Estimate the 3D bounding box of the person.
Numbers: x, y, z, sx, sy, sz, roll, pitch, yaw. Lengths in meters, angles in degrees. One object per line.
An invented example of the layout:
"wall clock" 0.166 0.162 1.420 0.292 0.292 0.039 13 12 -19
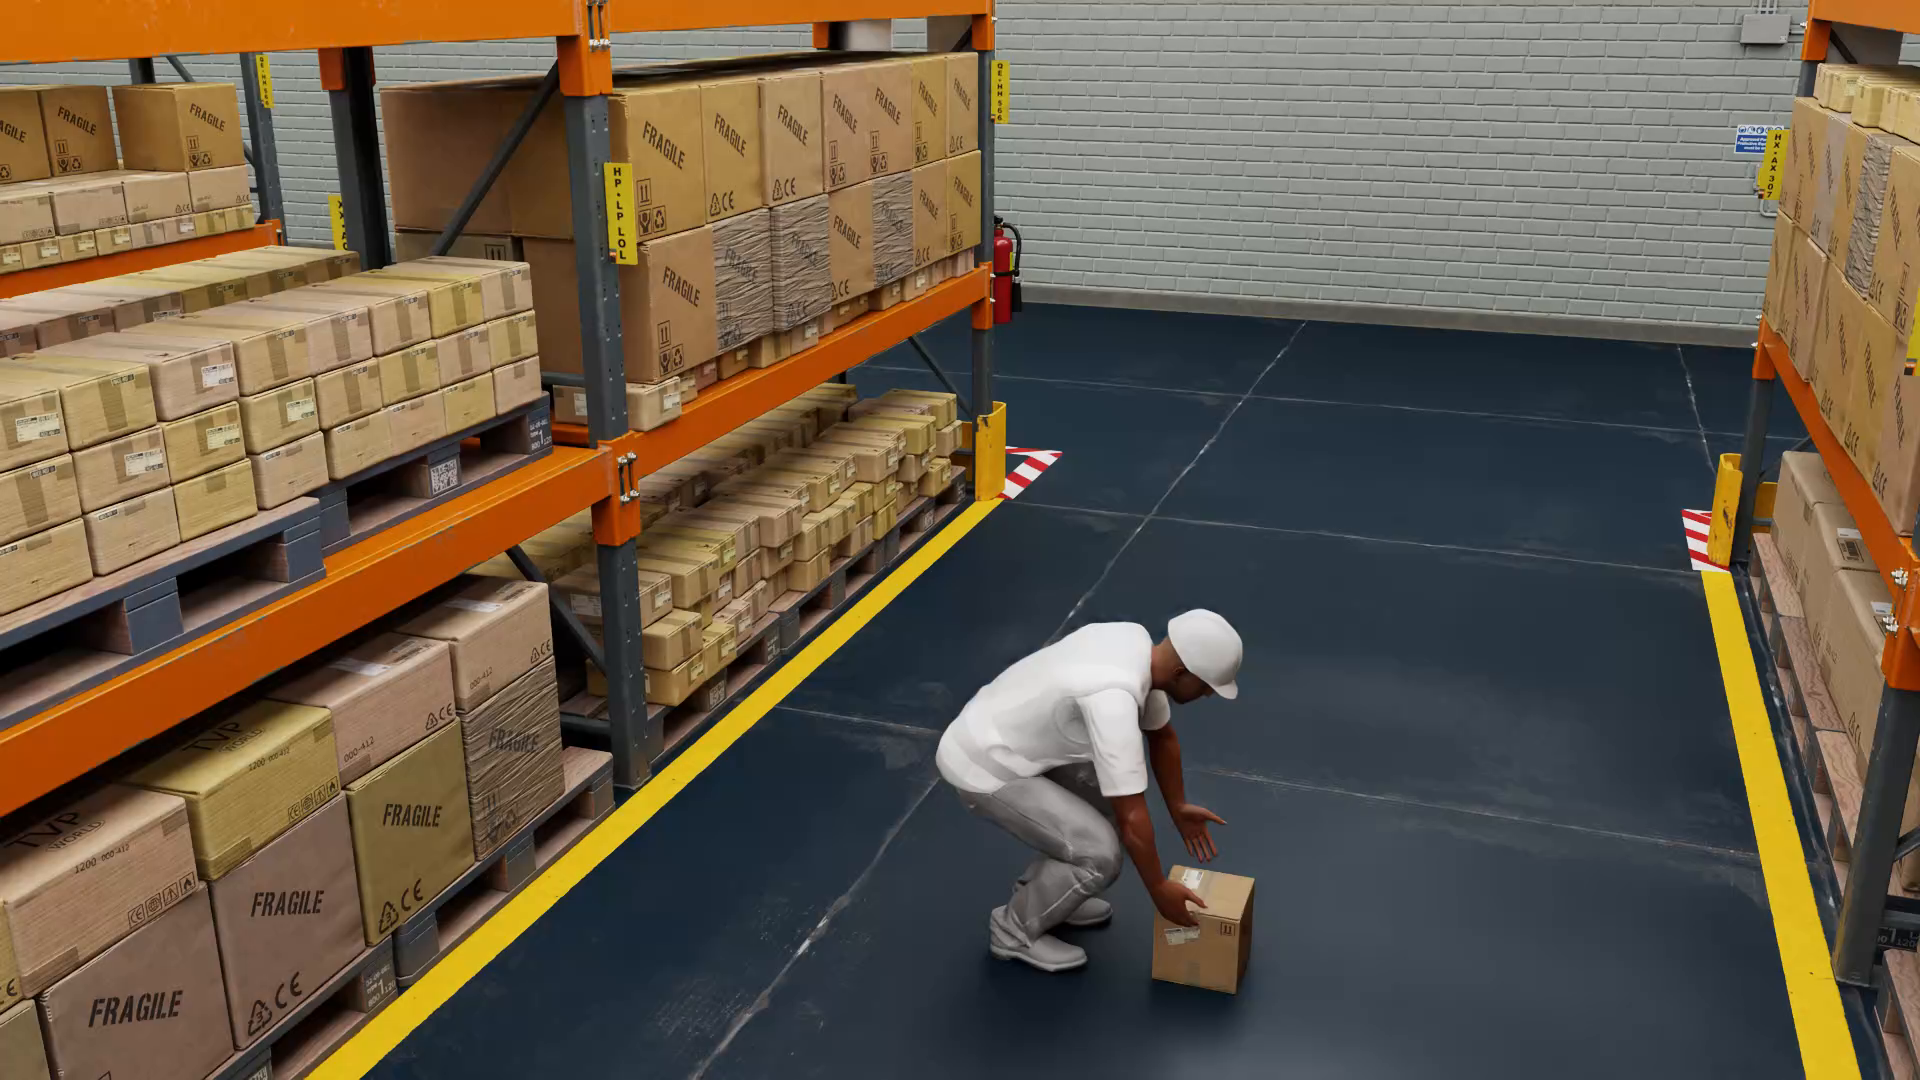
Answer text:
"person" 0.385 0.698 4.977 0.869 1.111 0.606 6 20 18
